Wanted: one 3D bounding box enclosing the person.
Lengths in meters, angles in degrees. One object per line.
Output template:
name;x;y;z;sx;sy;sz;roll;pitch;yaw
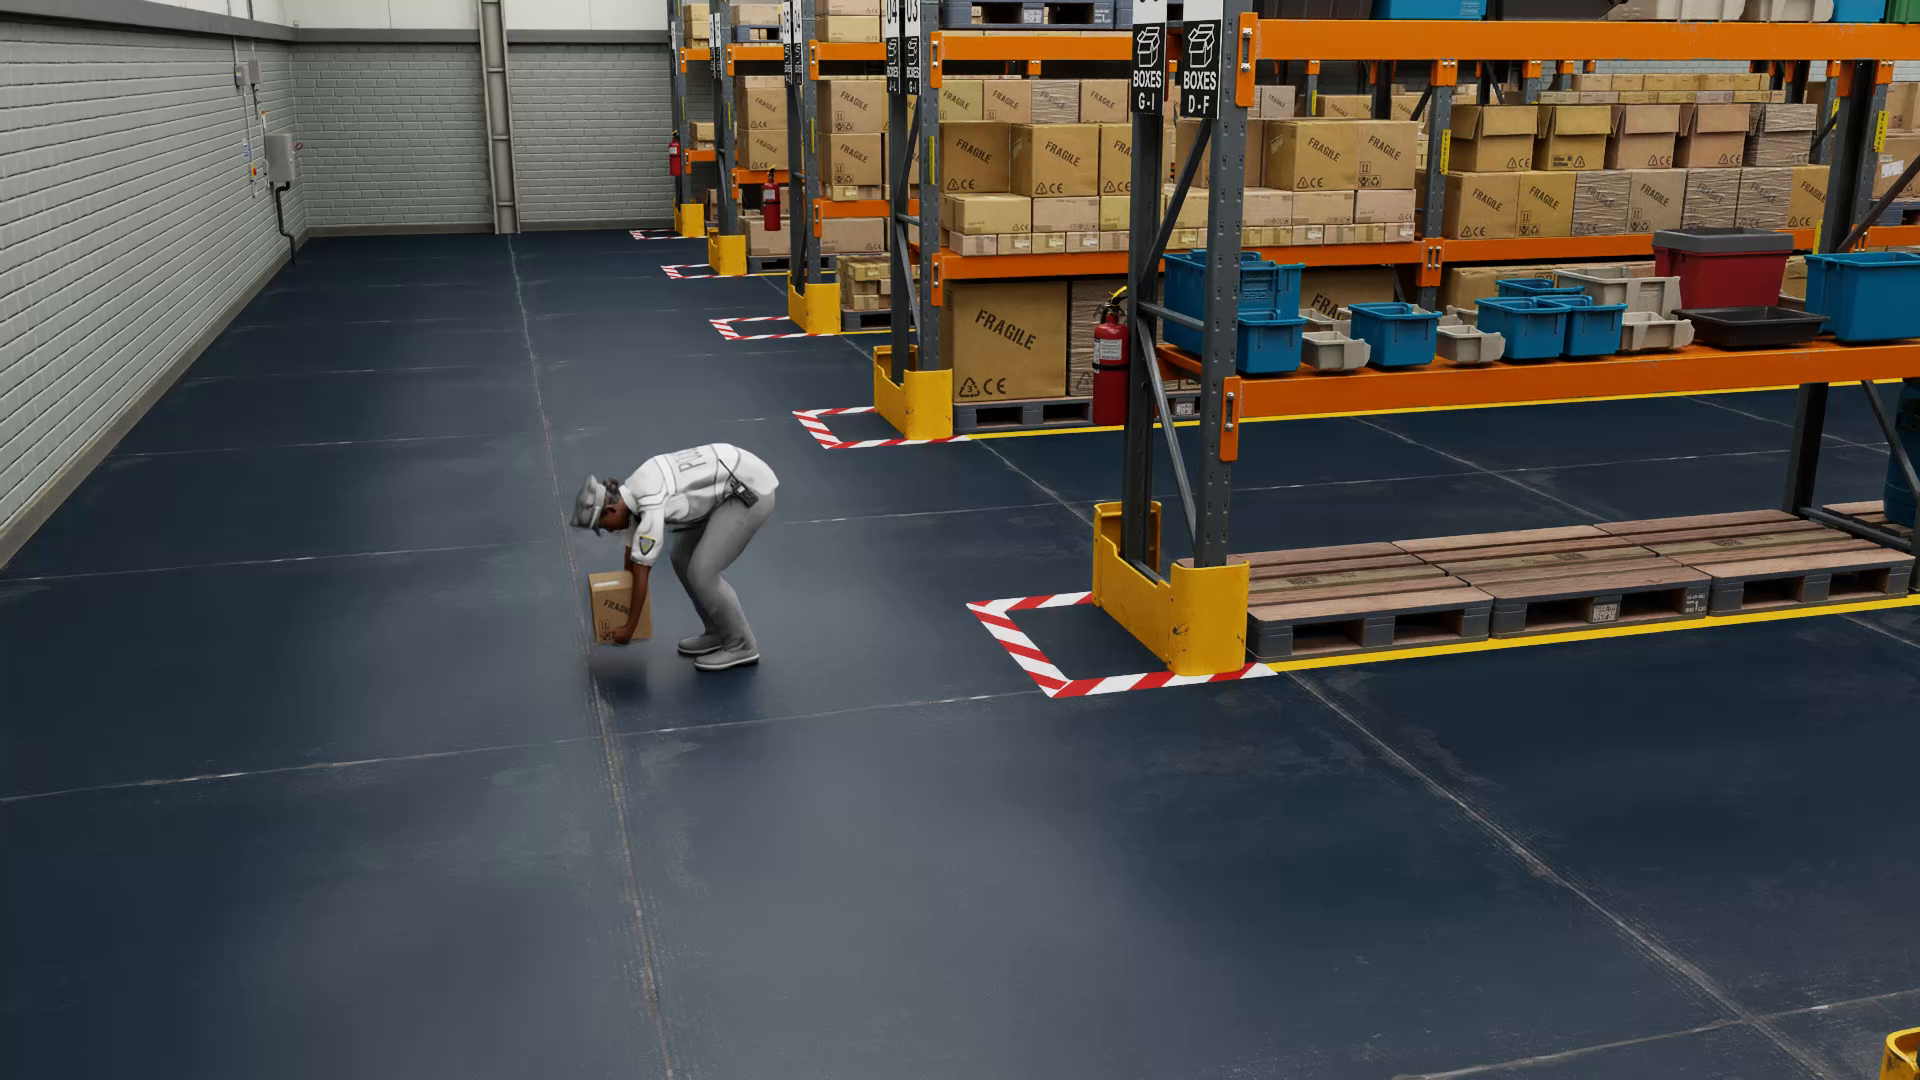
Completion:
person;-1.269;0.083;7.470;0.927;0.987;0.444;-5;17;-18
